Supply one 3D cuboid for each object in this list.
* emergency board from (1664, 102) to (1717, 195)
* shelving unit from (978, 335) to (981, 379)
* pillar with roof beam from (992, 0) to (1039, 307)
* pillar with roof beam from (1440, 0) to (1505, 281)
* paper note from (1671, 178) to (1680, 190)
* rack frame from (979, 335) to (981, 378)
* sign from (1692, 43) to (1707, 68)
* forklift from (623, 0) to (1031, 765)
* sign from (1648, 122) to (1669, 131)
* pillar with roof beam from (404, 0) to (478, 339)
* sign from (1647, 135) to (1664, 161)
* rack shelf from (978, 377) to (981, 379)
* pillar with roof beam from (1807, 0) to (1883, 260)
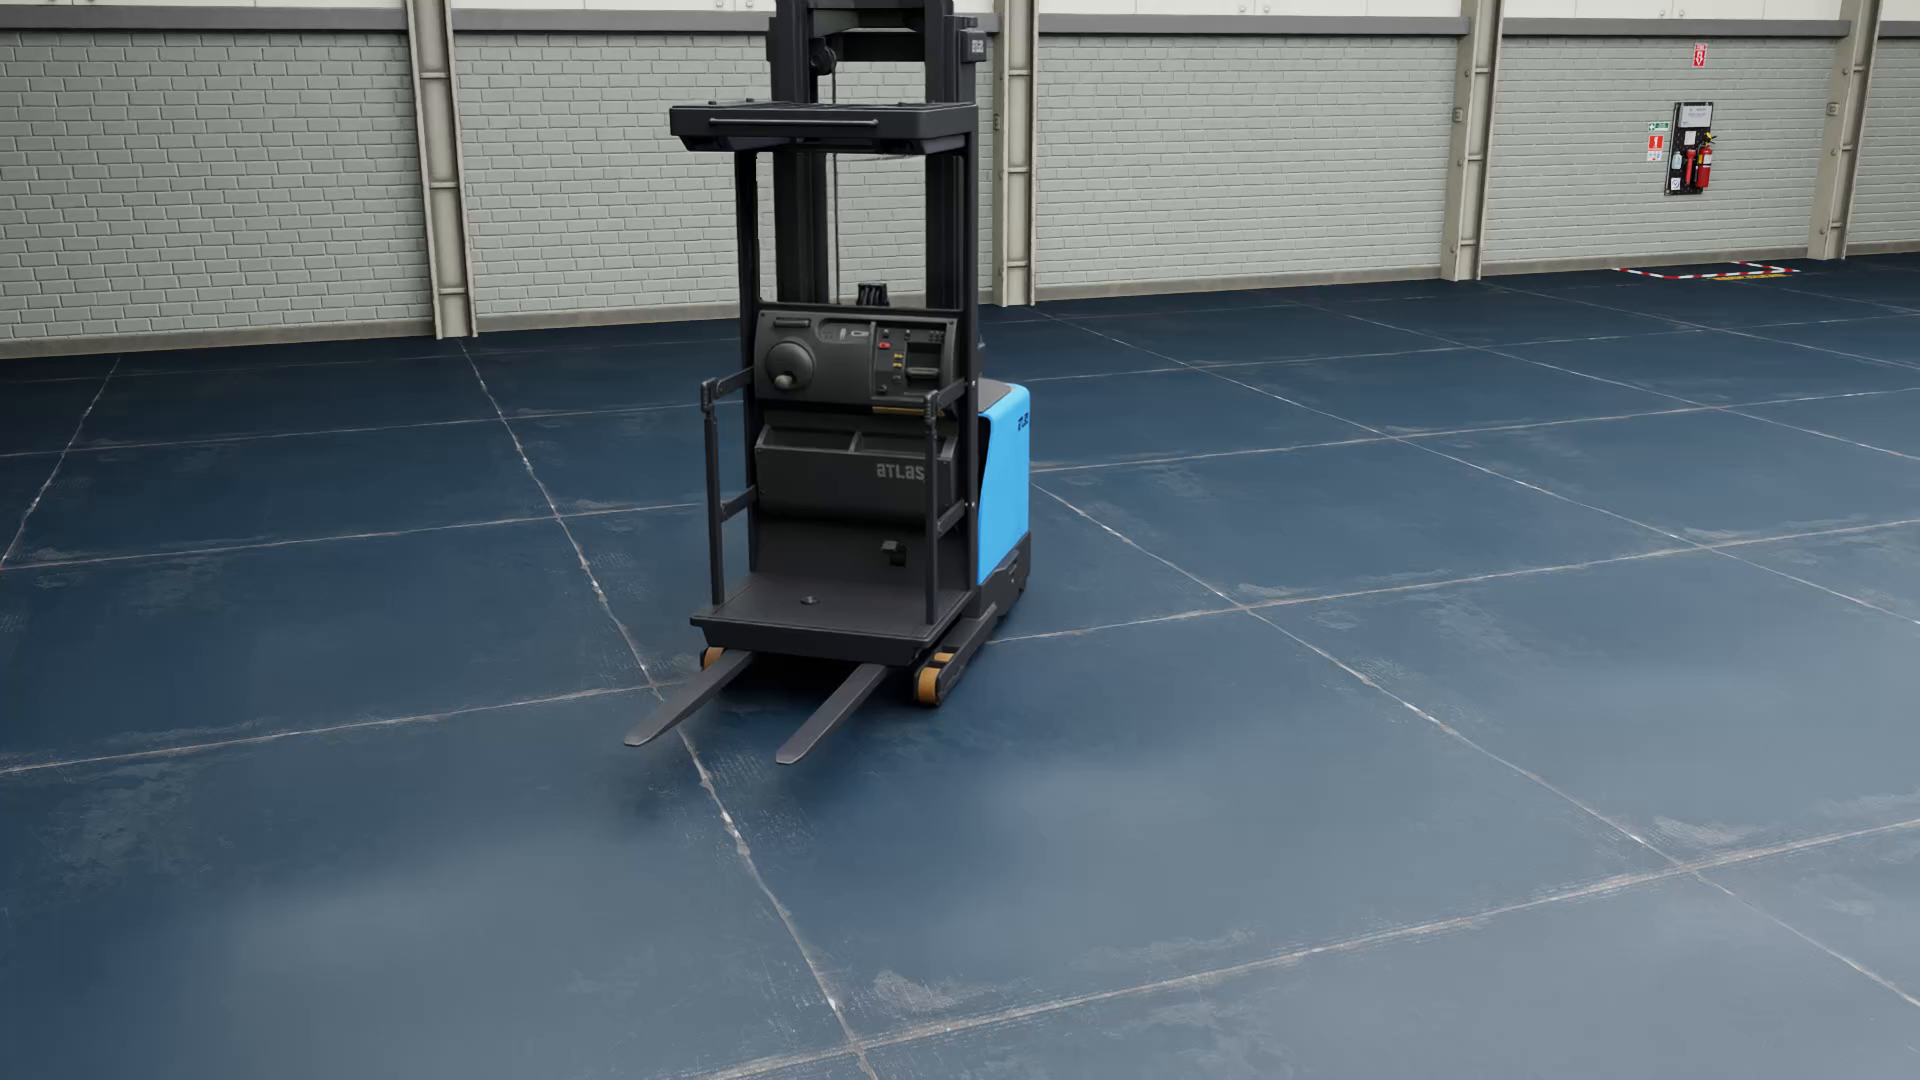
[{"bbox_3d":[9.482,-5.045,21.455,0.643,1.169,0.194,-6,17,-20],"label":"emergency board"},{"bbox_3d":[-0.014,-0.574,9.424,0.189,1.200,0.258,-6,17,-20],"label":"shelving unit"},{"bbox_3d":[2.138,-5.820,13.447,0.400,9.000,9.100,-6,17,-20],"label":"pillar with roof beam"},{"bbox_3d":[7.741,-6.425,15.507,0.400,9.000,9.100,-6,17,-20],"label":"pillar with roof beam"},{"bbox_3d":[9.292,-4.623,21.581,0.142,0.148,0.016,-6,17,-20],"label":"paper note"},{"bbox_3d":[0.072,-0.583,9.456,0.006,1.200,0.240,-6,17,-20],"label":"rack frame"},{"bbox_3d":[9.438,-6.183,21.215,0.199,0.298,0.001,-6,17,-20],"label":"sign"},{"bbox_3d":[-0.524,-0.815,7.171,1.130,2.935,3.031,5,17,15],"label":"forklift"},{"bbox_3d":[8.936,-5.286,21.272,0.331,0.109,0.001,-6,17,-20],"label":"sign"},{"bbox_3d":[-3.465,-5.215,11.387,0.400,9.000,9.100,-6,17,-20],"label":"pillar with roof beam"},{"bbox_3d":[8.928,-5.034,21.353,0.234,0.329,0.001,-6,17,-20],"label":"sign"},{"bbox_3d":[-0.014,-0.877,9.335,0.180,0.103,0.258,-6,17,-20],"label":"rack shelf"},{"bbox_3d":[13.343,-7.030,17.567,0.400,9.000,9.100,-6,17,-20],"label":"pillar with roof beam"}]
